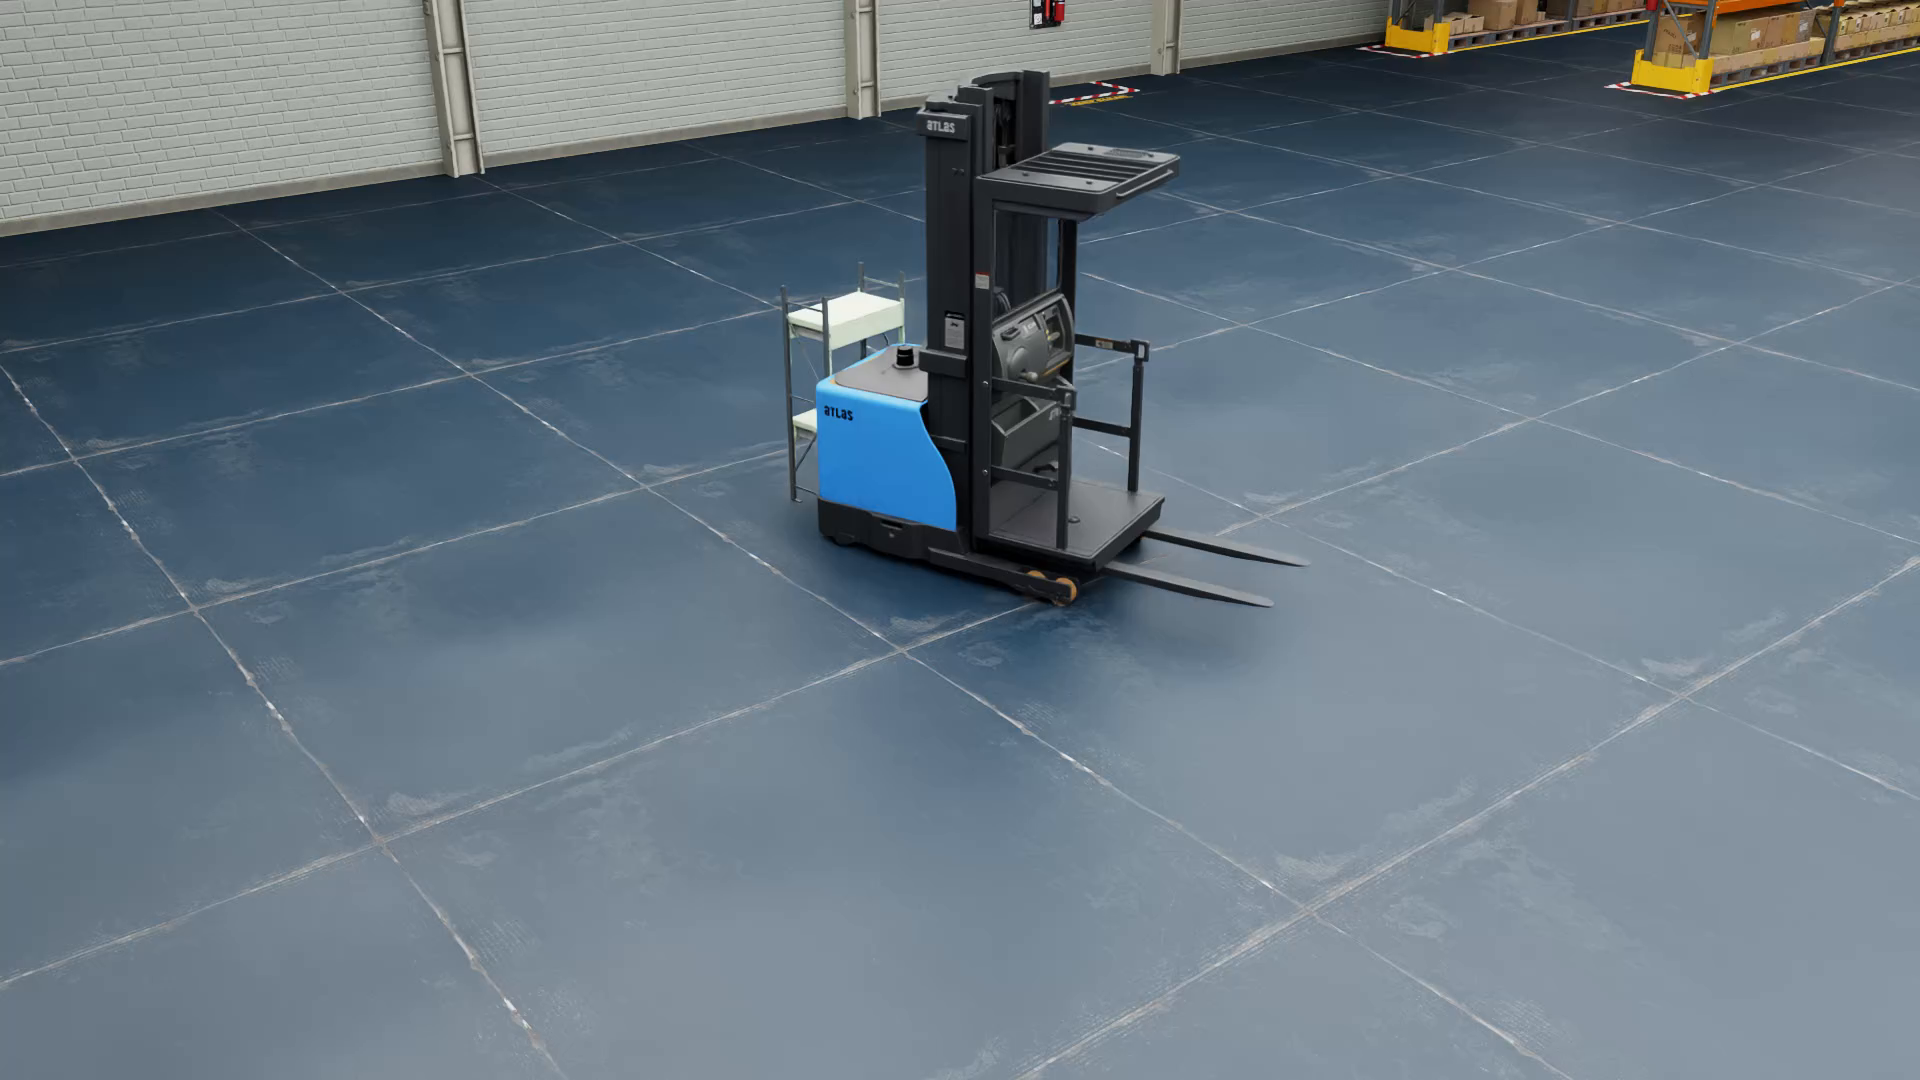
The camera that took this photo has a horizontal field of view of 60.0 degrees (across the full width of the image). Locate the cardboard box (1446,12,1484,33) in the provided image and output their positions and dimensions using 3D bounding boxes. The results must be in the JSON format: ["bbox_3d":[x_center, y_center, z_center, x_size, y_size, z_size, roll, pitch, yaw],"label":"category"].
[{"bbox_3d":[9.096,-9.365,30.036,0.500,0.311,0.500,-15,29,-30],"label":"cardboard box"}]

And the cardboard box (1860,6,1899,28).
[{"bbox_3d":[15.943,-9.108,28.913,0.500,0.311,0.500,-17,30,-33],"label":"cardboard box"}]

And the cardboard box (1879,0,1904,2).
[{"bbox_3d":[16.809,-9.684,30.154,0.500,0.311,0.500,-17,30,-32],"label":"cardboard box"}]

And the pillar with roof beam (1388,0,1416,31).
[{"bbox_3d":[10.721,-11.850,25.594,0.400,9.000,9.100,-18,31,-34],"label":"pillar with roof beam"}]

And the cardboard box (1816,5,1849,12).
[{"bbox_3d":[15.196,-9.150,29.003,0.500,0.311,0.500,-18,31,-34],"label":"cardboard box"}]

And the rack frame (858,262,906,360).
[{"bbox_3d":[-0.526,-1.143,11.431,0.400,1.500,0.023,19,31,36],"label":"rack frame"}]

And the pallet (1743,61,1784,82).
[{"bbox_3d":[12.642,-7.710,27.111,1.213,0.211,1.003,-18,31,-34],"label":"pallet"}]

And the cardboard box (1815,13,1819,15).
[{"bbox_3d":[14.396,-8.884,28.430,0.500,0.311,0.500,-18,31,-34],"label":"cardboard box"}]

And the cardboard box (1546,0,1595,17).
[{"bbox_3d":[11.764,-10.388,32.017,0.500,0.500,0.700,-17,30,-32],"label":"cardboard box"}]

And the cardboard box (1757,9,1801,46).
[{"bbox_3d":[13.233,-8.319,26.989,0.500,0.500,0.500,-18,31,-34],"label":"cardboard box"}]

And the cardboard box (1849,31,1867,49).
[{"bbox_3d":[15.128,-8.584,28.450,0.500,0.250,0.500,-17,30,-33],"label":"cardboard box"}]

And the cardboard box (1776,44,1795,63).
[{"bbox_3d":[13.241,-7.975,27.138,0.500,0.250,0.500,-18,31,-34],"label":"cardboard box"}]

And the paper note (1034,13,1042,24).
[{"bbox_3d":[1.193,-7.945,25.351,0.142,0.148,0.016,-18,31,-34],"label":"paper note"}]

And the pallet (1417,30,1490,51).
[{"bbox_3d":[8.768,-9.041,29.980,1.213,0.211,1.003,-18,31,-34],"label":"pallet"}]

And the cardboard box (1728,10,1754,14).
[{"bbox_3d":[12.517,-8.362,27.081,0.500,0.500,0.500,-18,31,-34],"label":"cardboard box"}]

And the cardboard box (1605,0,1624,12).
[{"bbox_3d":[12.566,-10.658,32.599,0.500,0.500,0.700,-18,30,-33],"label":"cardboard box"}]

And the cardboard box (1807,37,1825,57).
[{"bbox_3d":[14.025,-8.236,27.701,0.500,0.250,0.500,-18,31,-34],"label":"cardboard box"}]

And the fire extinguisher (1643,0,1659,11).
[{"bbox_3d":[10.727,-8.535,25.669,0.183,0.674,0.296,-18,31,-34],"label":"fire extinguisher"}]

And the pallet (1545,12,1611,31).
[{"bbox_3d":[11.807,-10.064,32.183,1.213,0.211,1.003,-18,31,-34],"label":"pallet"}]

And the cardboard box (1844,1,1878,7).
[{"bbox_3d":[15.998,-9.413,29.570,0.500,0.311,0.500,-19,31,-35],"label":"cardboard box"}]

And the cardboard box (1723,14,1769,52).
[{"bbox_3d":[12.444,-8.060,26.431,0.500,0.500,0.500,-18,31,-34],"label":"cardboard box"}]

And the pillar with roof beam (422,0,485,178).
[{"bbox_3d":[-3.444,-7.174,15.519,0.400,9.000,9.100,-18,31,-34],"label":"pillar with roof beam"}]

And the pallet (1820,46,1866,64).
[{"bbox_3d":[14.810,-8.425,28.653,1.213,0.211,1.003,-18,31,-34],"label":"pallet"}]

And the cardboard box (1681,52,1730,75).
[{"bbox_3d":[11.666,-7.456,26.019,0.500,0.250,0.500,-18,31,-34],"label":"cardboard box"}]

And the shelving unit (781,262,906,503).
[{"bbox_3d":[-0.760,-1.025,11.176,0.431,1.500,0.755,19,31,36],"label":"shelving unit"}]

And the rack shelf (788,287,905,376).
[{"bbox_3d":[-0.761,-1.379,11.012,0.431,0.370,0.720,19,31,36],"label":"rack shelf"}]

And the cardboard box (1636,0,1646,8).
[{"bbox_3d":[13.331,-10.931,33.187,0.500,0.500,0.700,-18,31,-34],"label":"cardboard box"}]

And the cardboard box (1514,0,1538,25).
[{"bbox_3d":[10.403,-9.909,30.984,0.500,0.500,0.500,-21,32,-38],"label":"cardboard box"}]

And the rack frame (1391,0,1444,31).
[{"bbox_3d":[8.047,-10.087,28.921,0.127,3.000,1.000,-18,31,-34],"label":"rack frame"}]

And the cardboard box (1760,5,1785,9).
[{"bbox_3d":[13.308,-8.620,27.637,0.500,0.500,0.500,-18,31,-34],"label":"cardboard box"}]

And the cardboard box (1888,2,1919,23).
[{"bbox_3d":[16.737,-9.368,29.473,0.500,0.311,0.500,-19,31,-35],"label":"cardboard box"}]

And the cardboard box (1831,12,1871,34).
[{"bbox_3d":[15.131,-8.837,28.328,0.500,0.311,0.500,-19,31,-35],"label":"cardboard box"}]

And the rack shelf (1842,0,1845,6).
[{"bbox_3d":[15.828,-9.679,28.897,4.000,0.370,1.077,-18,31,-34],"label":"rack shelf"}]

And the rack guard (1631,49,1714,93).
[{"bbox_3d":[11.088,-7.307,25.900,0.348,0.500,1.175,-18,31,-34],"label":"rack guard"}]

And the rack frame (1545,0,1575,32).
[{"bbox_3d":[11.195,-11.126,31.160,0.127,3.000,1.000,-18,31,-34],"label":"rack frame"}]

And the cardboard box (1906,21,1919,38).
[{"bbox_3d":[16.735,-9.116,29.596,0.500,0.250,0.500,-19,31,-35],"label":"cardboard box"}]

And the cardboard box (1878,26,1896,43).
[{"bbox_3d":[15.935,-8.851,29.026,0.500,0.250,0.500,-18,30,-33],"label":"cardboard box"}]

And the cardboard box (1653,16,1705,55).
[{"bbox_3d":[11.345,-7.968,26.232,0.500,0.500,0.500,-18,31,-34],"label":"cardboard box"}]

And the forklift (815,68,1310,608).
[{"bbox_3d":[0.619,-1.191,9.836,3.031,2.935,1.130,14,28,27],"label":"forklift"}]

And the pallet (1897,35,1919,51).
[{"bbox_3d":[16.730,-9.059,30.019,1.213,0.211,1.003,-18,31,-34],"label":"pallet"}]

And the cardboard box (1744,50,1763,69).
[{"bbox_3d":[12.451,-7.716,26.581,0.500,0.250,0.500,-18,31,-34],"label":"cardboard box"}]

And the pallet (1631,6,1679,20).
[{"bbox_3d":[13.727,-10.698,33.549,1.213,0.211,1.003,-18,31,-34],"label":"pallet"}]
